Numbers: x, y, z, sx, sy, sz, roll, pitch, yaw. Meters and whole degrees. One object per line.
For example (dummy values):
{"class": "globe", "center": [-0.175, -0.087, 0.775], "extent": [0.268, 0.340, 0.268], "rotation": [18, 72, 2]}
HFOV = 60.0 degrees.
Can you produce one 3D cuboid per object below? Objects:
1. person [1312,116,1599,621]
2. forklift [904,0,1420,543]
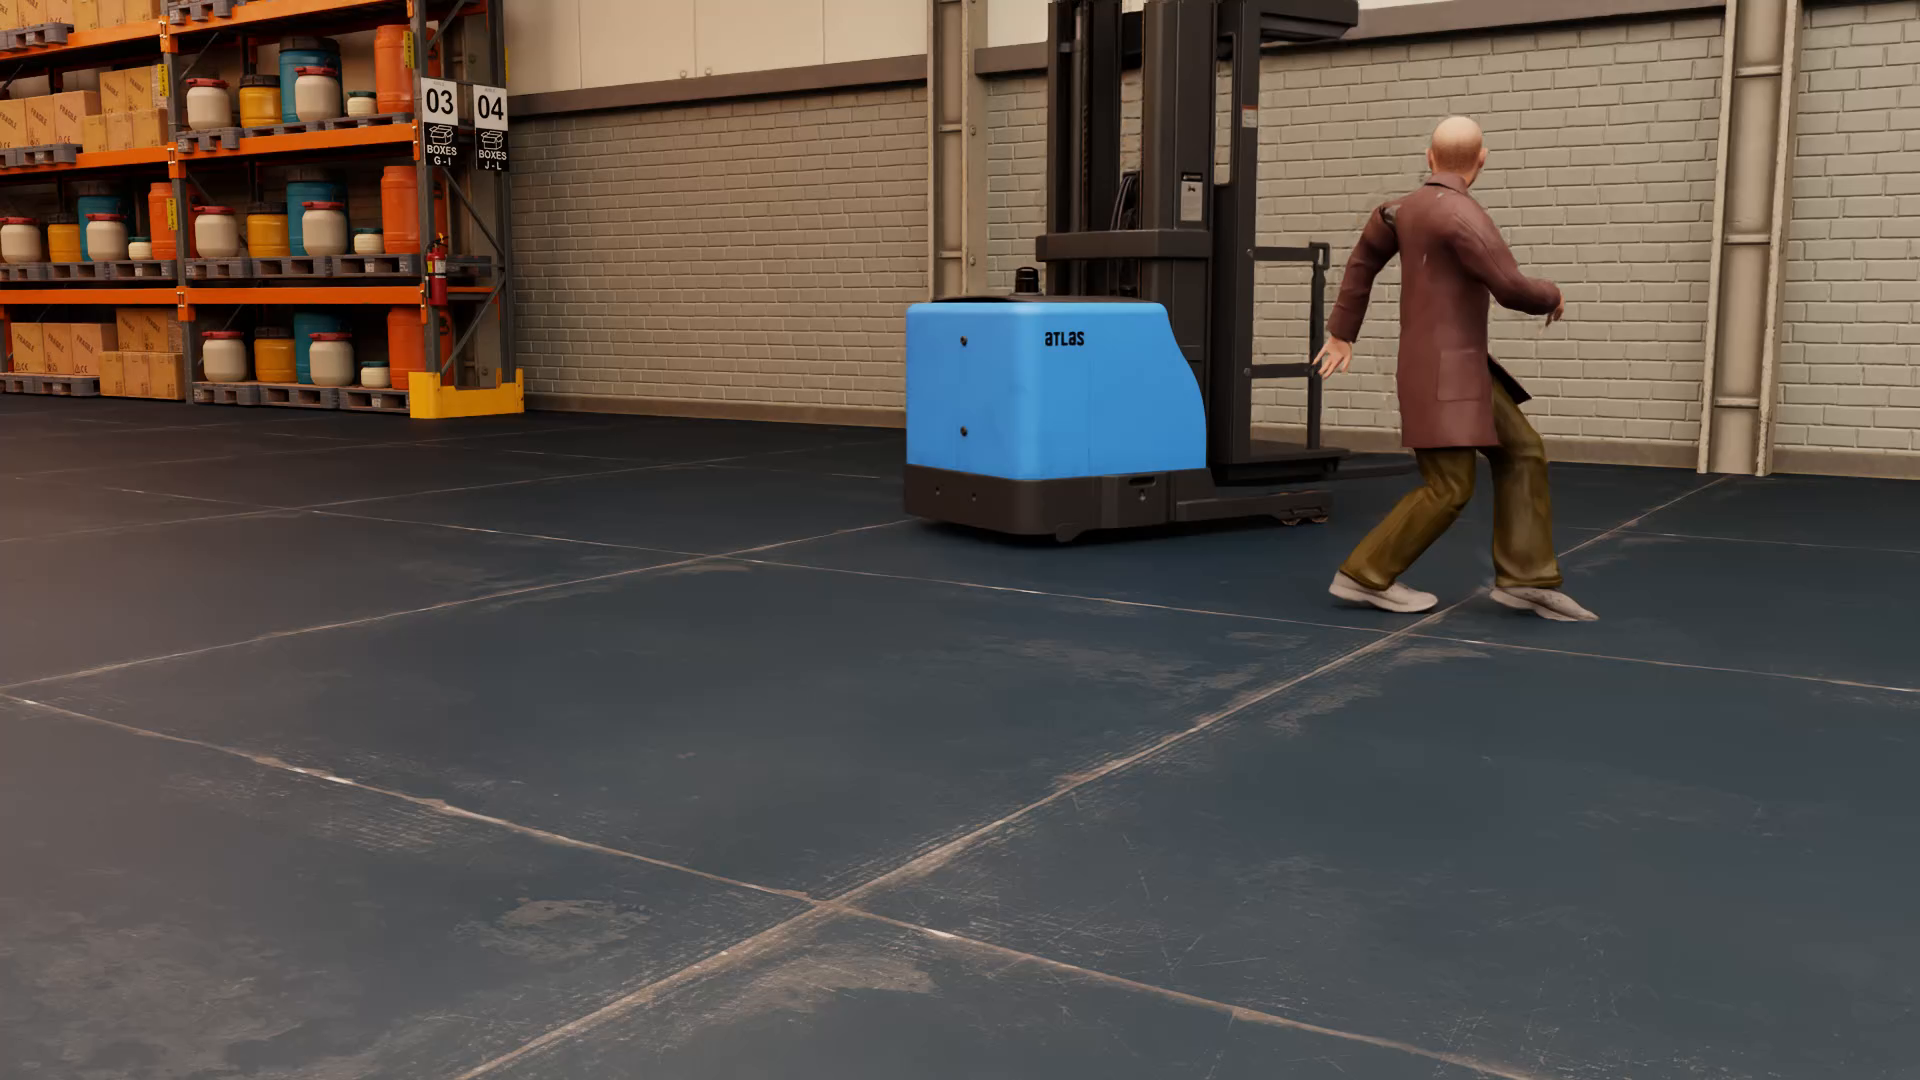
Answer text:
{"class": "person", "center": [1.713, -0.573, 5.729], "extent": [1.009, 1.731, 0.613], "rotation": [2, 8, 16]}
{"class": "forklift", "center": [1.238, -1.574, 8.262], "extent": [3.031, 2.935, 1.130], "rotation": [-5, 10, -33]}
